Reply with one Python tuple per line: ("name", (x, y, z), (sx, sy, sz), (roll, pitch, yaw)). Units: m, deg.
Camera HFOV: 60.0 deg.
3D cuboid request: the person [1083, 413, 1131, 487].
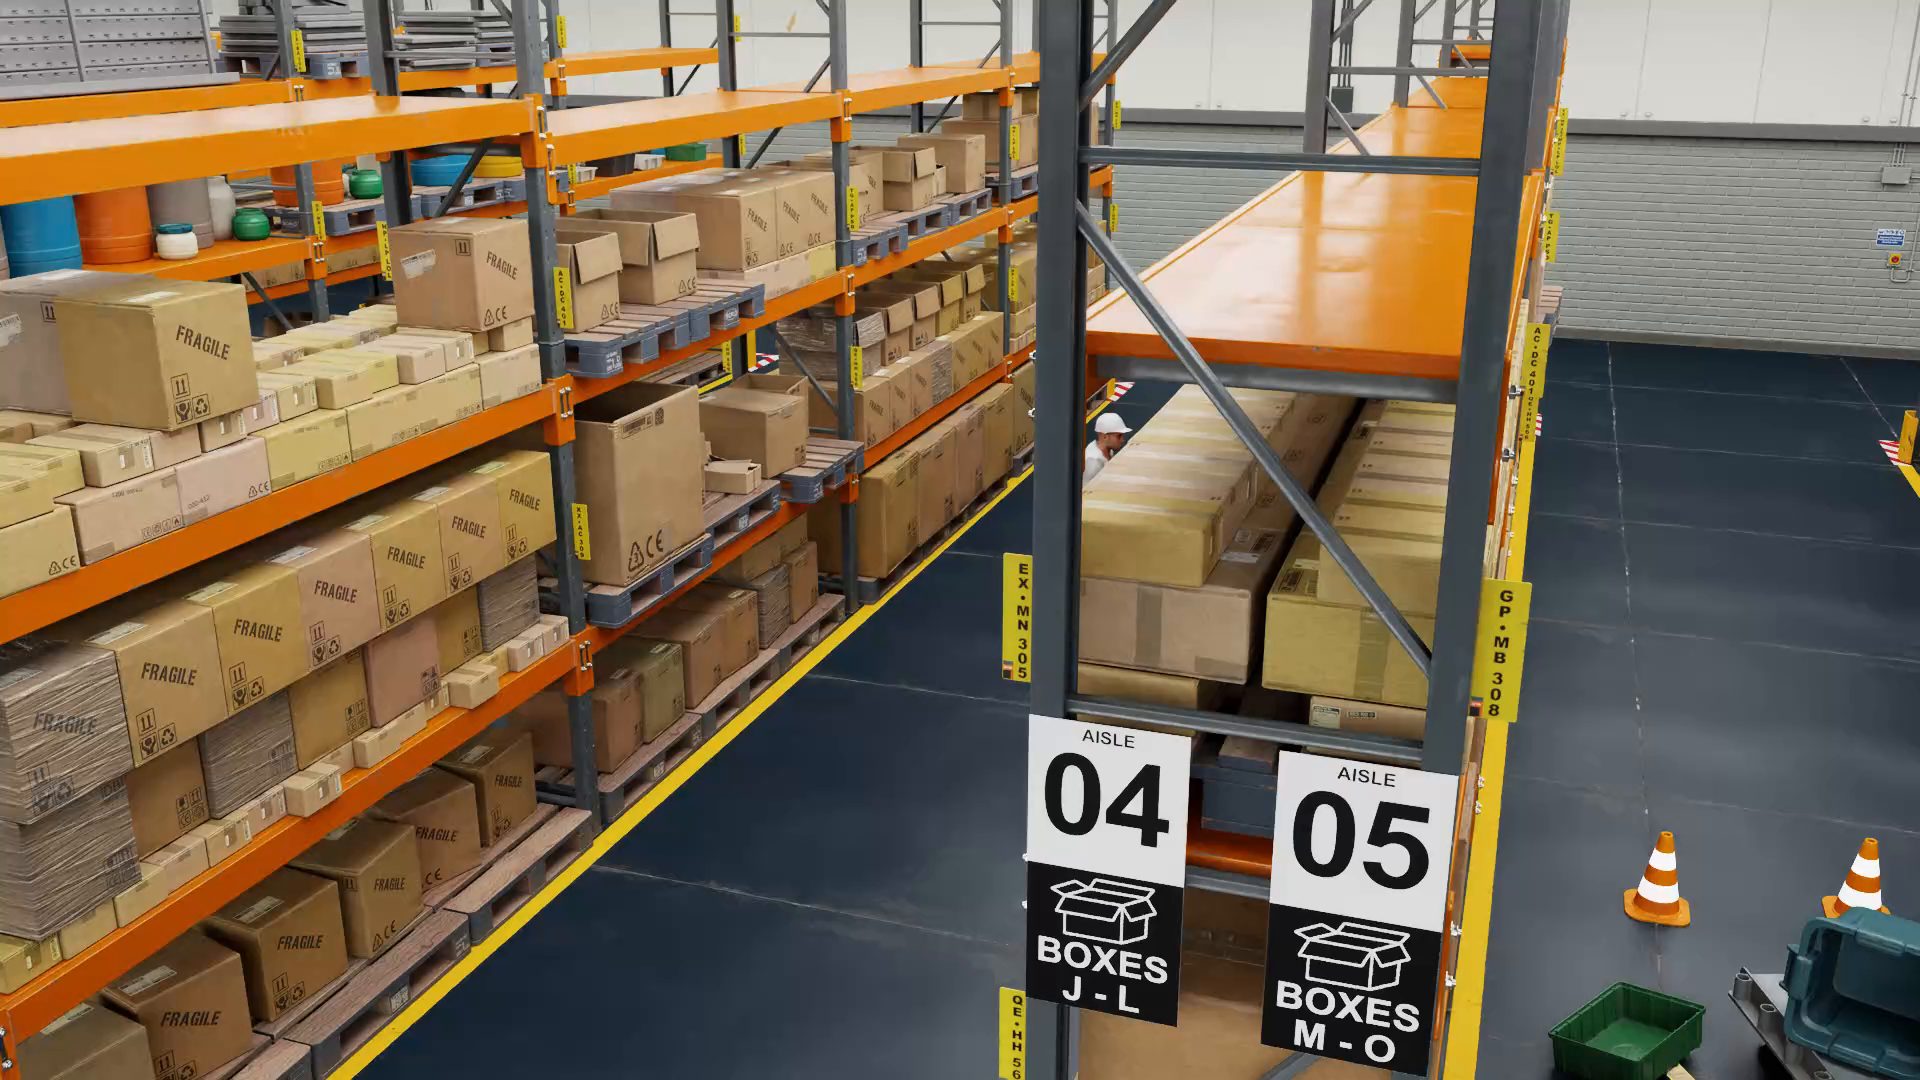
("person", (1.077, -0.114, 12.877), (0.448, 1.779, 0.609), (6, 20, 19))
